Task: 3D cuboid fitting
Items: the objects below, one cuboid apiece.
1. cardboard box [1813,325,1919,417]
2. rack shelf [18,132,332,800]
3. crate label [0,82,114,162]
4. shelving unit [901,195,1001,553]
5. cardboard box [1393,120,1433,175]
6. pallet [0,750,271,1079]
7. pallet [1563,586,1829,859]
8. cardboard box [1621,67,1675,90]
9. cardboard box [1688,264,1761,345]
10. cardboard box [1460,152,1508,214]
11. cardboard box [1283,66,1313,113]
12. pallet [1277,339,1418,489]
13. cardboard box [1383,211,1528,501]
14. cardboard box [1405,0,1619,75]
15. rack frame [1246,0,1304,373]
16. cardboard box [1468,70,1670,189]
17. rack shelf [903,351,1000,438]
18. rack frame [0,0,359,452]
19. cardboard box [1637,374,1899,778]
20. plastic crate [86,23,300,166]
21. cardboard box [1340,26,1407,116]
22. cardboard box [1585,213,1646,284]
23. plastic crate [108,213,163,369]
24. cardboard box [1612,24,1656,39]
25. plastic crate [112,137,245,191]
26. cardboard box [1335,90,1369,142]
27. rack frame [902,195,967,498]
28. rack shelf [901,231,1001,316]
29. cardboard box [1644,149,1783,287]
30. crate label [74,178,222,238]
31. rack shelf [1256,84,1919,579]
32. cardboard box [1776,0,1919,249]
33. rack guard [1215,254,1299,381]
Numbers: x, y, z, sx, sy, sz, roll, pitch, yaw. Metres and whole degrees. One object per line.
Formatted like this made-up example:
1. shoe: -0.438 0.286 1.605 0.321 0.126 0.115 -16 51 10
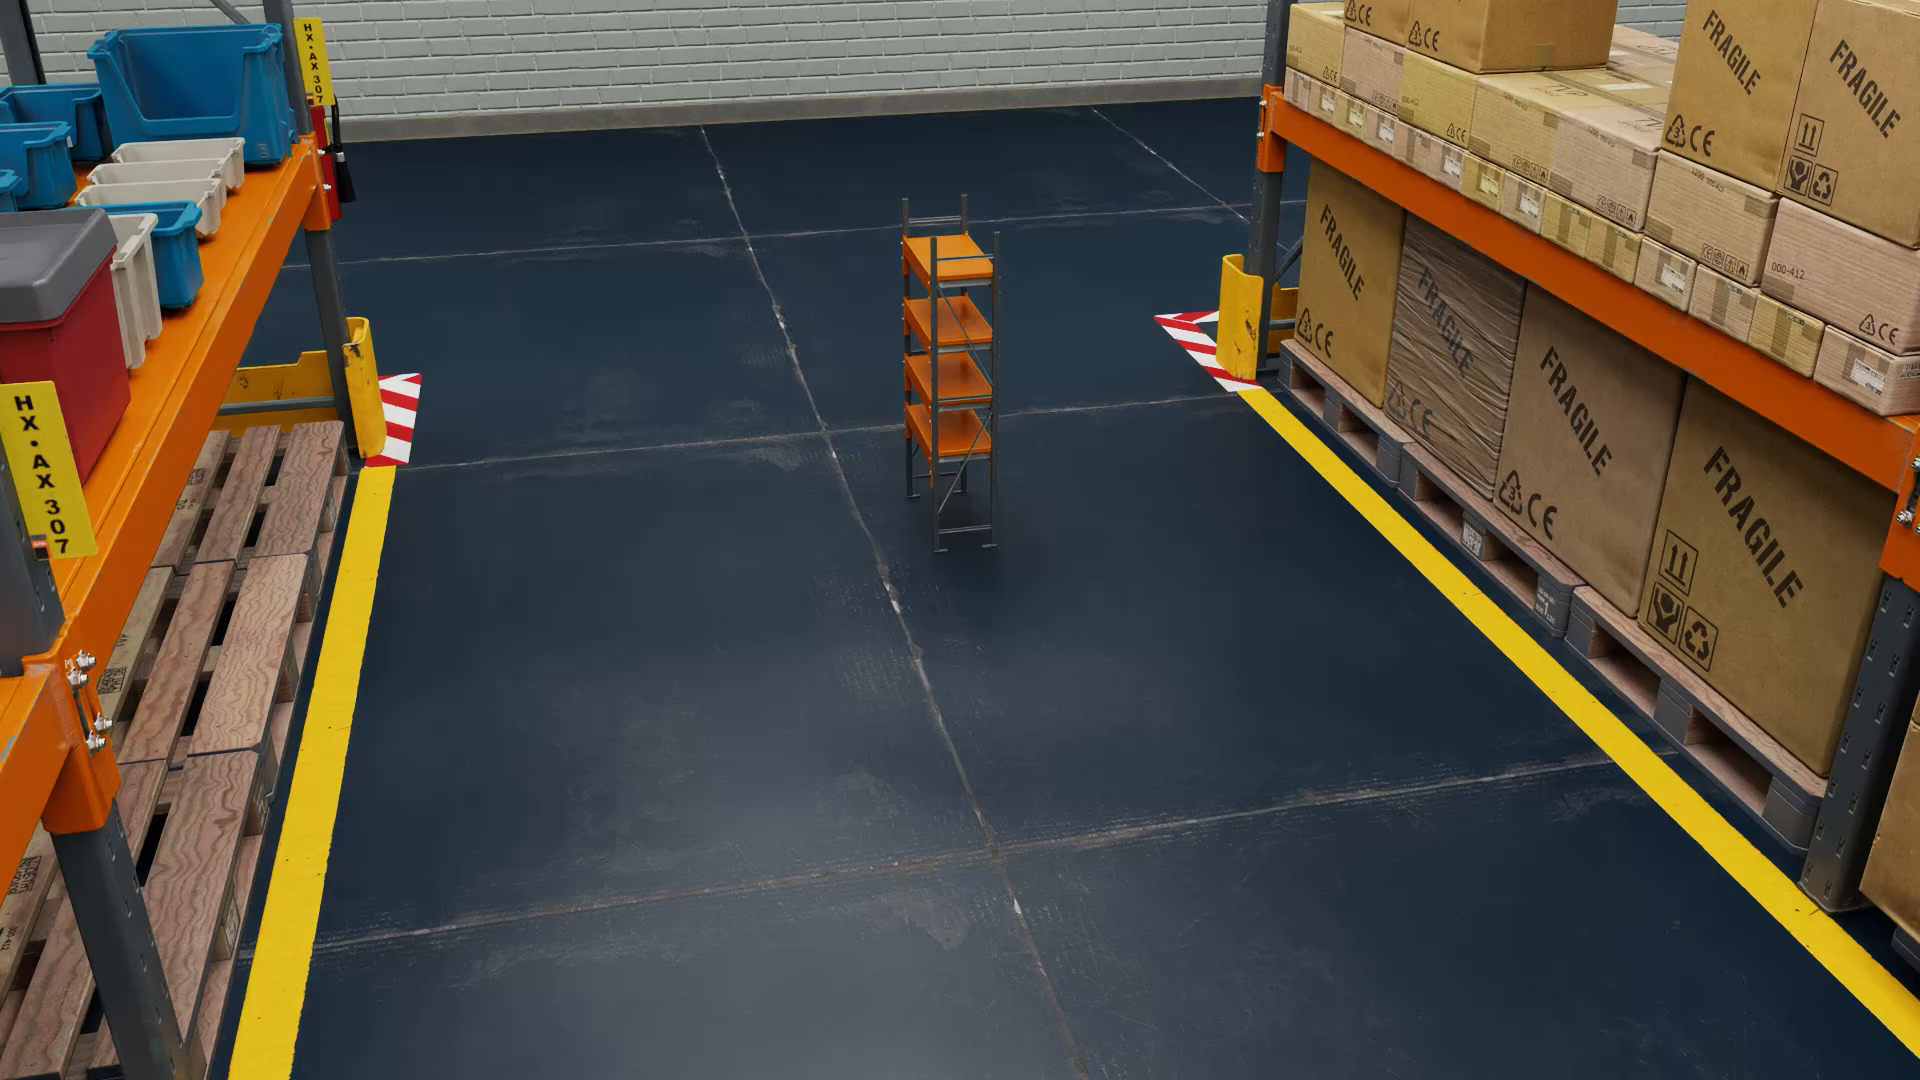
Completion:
1. cardboard box: 2.337 -0.428 4.048 0.380 0.149 0.250 -6 27 -11
2. rack shelf: -2.551 -0.493 4.697 1.077 0.370 4.000 -6 27 -12
3. crate label: -3.267 -1.503 6.018 0.416 0.233 0.303 -6 27 -12
4. shelving unit: -0.037 -0.608 6.124 0.258 1.200 0.503 -6 27 -12
5. cardboard box: 1.815 -1.443 6.059 0.380 0.149 0.250 -6 27 -13
6. pallet: -2.304 0.989 4.055 1.003 0.211 1.213 -6 27 -12
7. pallet: 2.630 0.464 5.097 1.003 0.211 1.213 -6 27 -12
8. cardboard box: 2.541 -1.401 5.533 0.500 0.250 0.500 -6 27 -12
9. cardboard box: 2.221 -0.654 4.495 0.380 0.149 0.250 -6 27 -12
10. cardboard box: 1.930 -1.219 5.615 0.380 0.149 0.250 -7 28 -13
11. cardboard box: 1.582 -1.894 6.952 0.380 0.149 0.250 -6 27 -11
12. pallet: 2.080 -0.608 7.220 1.003 0.211 1.213 -6 27 -12
13. cardboard box: 2.251 -0.762 6.323 0.875 0.875 0.875 -6 27 -12
14. cardboard box: 1.904 -1.912 5.713 0.500 0.500 0.500 -7 28 -13
15. rack frame: 1.823 -2.196 7.271 1.000 3.000 0.127 -6 27 -12
16. cardboard box: 2.024 -1.346 5.425 0.500 0.250 0.500 -6 27 -13
17. rack shelf: -0.037 -0.548 6.154 0.258 0.148 0.480 -6 27 -12
18. rack frame: -3.002 -1.693 6.274 1.000 3.000 0.127 -6 27 -12
19. cardboard box: 2.654 0.024 4.766 0.875 0.875 0.875 -6 27 -12
20. plastic crate: -2.745 -1.607 5.999 0.616 0.435 0.499 -6 27 -12
21. cardboard box: 1.792 -1.796 6.315 0.500 0.250 0.500 -6 27 -12
22. cardboard box: 2.105 -0.880 4.943 0.380 0.149 0.250 -5 27 -11
23. plastic crate: -2.265 -0.600 4.174 0.437 0.282 0.530 -6 27 -12
24. cardboard box: 2.305 -1.853 6.428 0.500 0.250 0.500 -6 27 -12
25. plastic crate: -2.642 -1.262 5.648 0.396 0.136 0.243 -6 27 -12
26. cardboard box: 1.699 -1.669 6.507 0.380 0.149 0.250 -7 28 -13
27. rack frame: -0.092 -0.715 6.336 0.240 1.200 0.015 -6 27 -12
28. rack shelf: -0.037 -0.959 5.947 0.258 0.148 0.480 -6 27 -12
29. cardboard box: 2.251 -0.899 4.539 0.500 0.250 0.500 -5 27 -10
30. crate label: -2.504 -1.014 5.155 0.396 0.136 0.243 -6 27 -12
31. rack shelf: 2.274 -0.996 5.694 1.077 0.370 4.000 -6 27 -12
32. cardboard box: 2.361 -1.015 3.936 0.500 0.500 0.500 -5 27 -10
33. rack guard: 1.818 -1.090 7.855 1.175 0.500 0.348 -6 27 -12
